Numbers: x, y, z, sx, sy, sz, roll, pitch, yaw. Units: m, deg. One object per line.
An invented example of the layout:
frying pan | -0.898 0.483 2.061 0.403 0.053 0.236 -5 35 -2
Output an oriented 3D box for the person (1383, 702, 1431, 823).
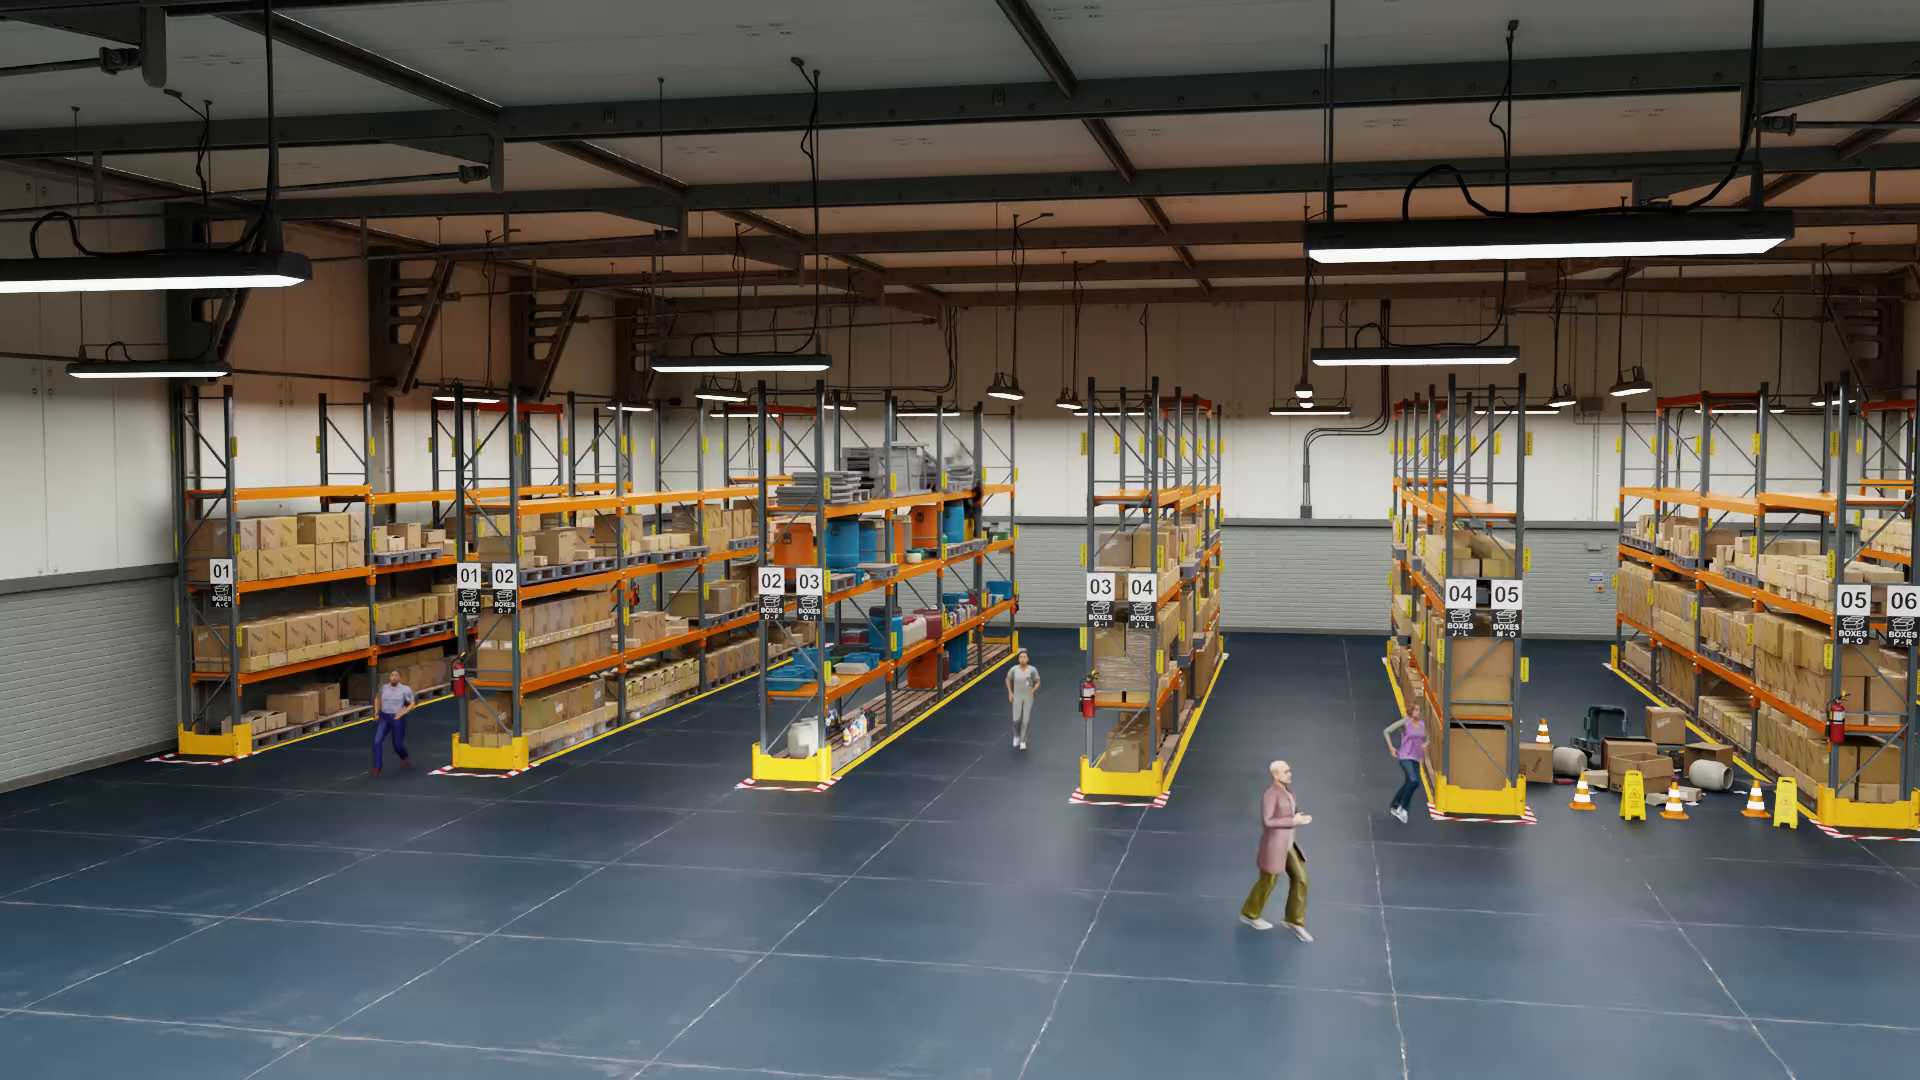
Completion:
person | 6.044 2.971 22.314 0.545 1.594 0.584 -2 4 -29

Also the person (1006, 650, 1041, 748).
person | 1.047 2.640 27.488 0.573 1.637 0.569 0 3 1

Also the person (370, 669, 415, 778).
person | -8.713 2.784 25.522 0.643 1.604 0.823 0 3 2

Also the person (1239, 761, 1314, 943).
person | 3.242 3.160 16.963 0.811 1.837 0.699 3 4 39

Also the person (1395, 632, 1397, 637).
person | 10.659 2.016 39.692 0.744 1.566 0.595 1 3 17
